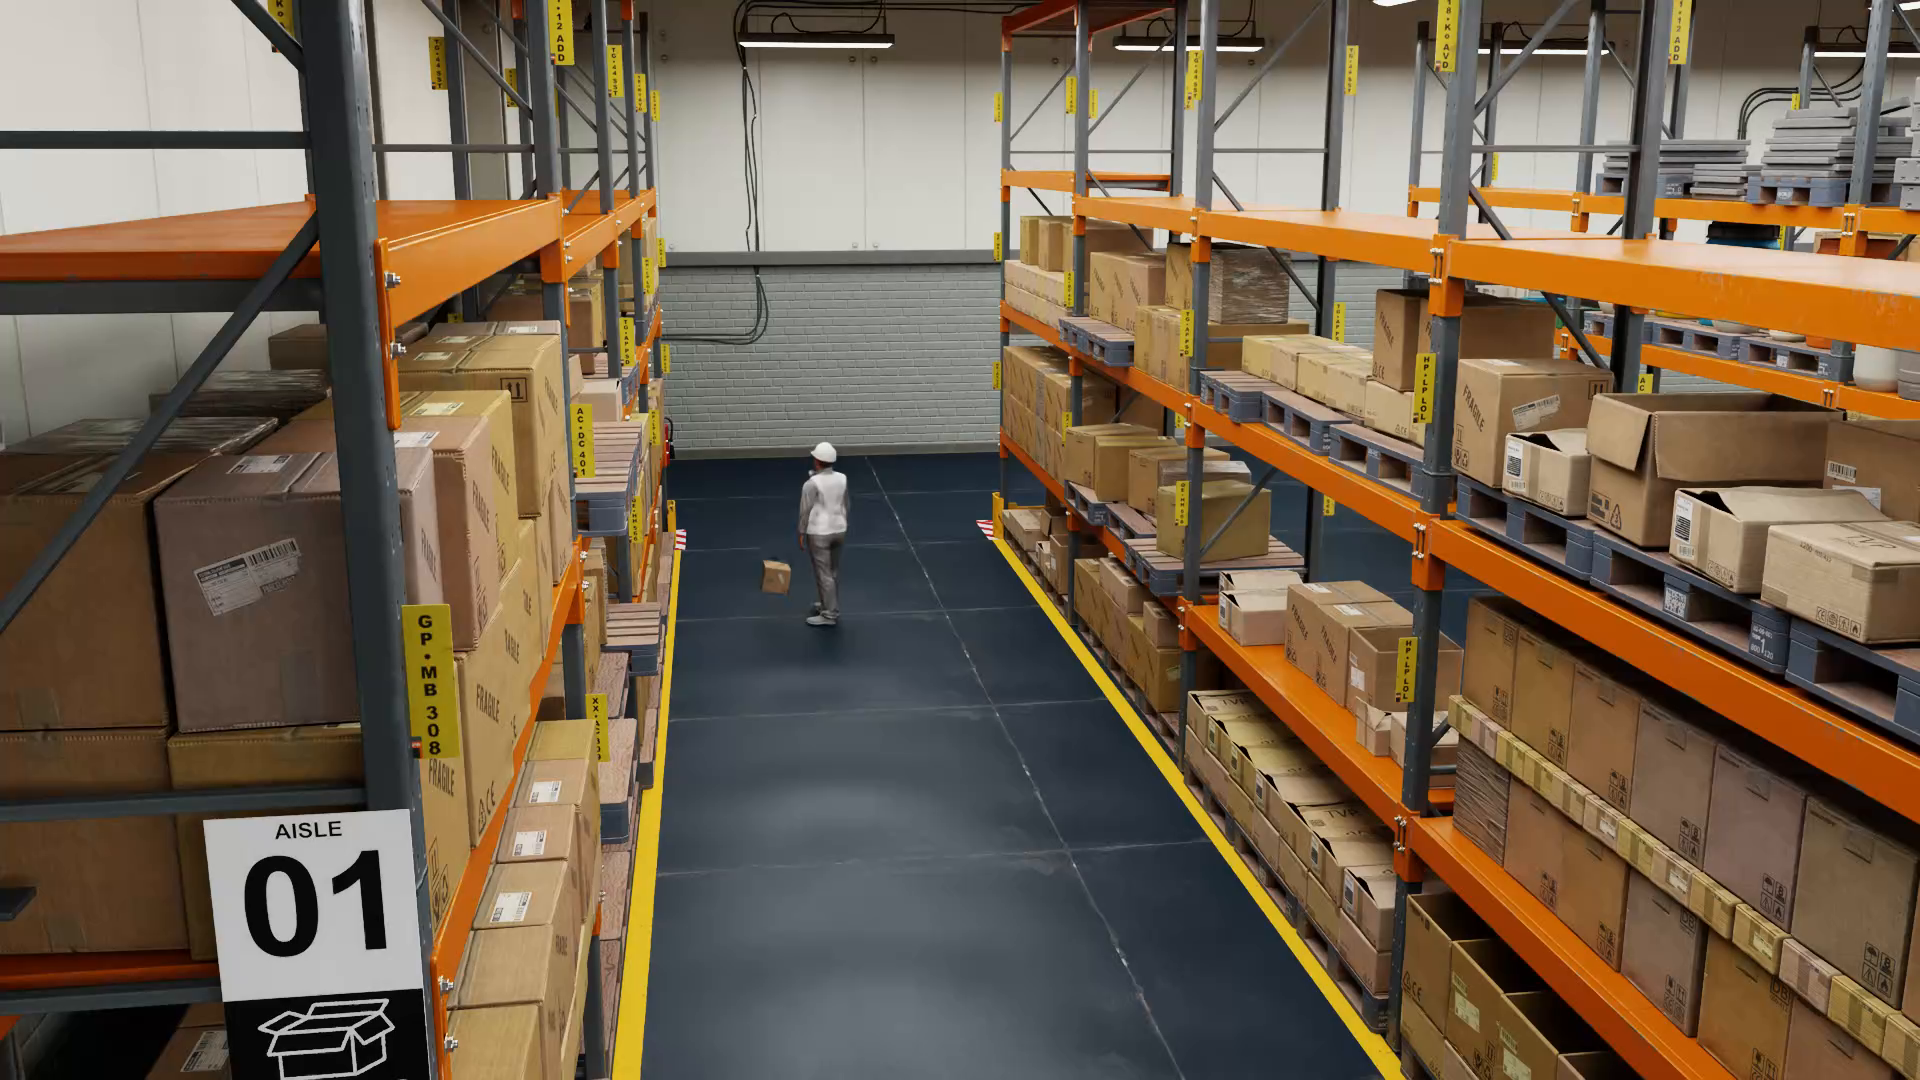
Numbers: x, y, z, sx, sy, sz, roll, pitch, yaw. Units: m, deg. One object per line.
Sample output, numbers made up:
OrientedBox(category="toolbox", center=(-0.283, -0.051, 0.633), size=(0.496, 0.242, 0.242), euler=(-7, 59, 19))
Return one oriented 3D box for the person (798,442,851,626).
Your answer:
OrientedBox(category="person", center=(-1.342, -0.090, 16.262), size=(0.610, 1.772, 0.649), euler=(12, 18, 43))
